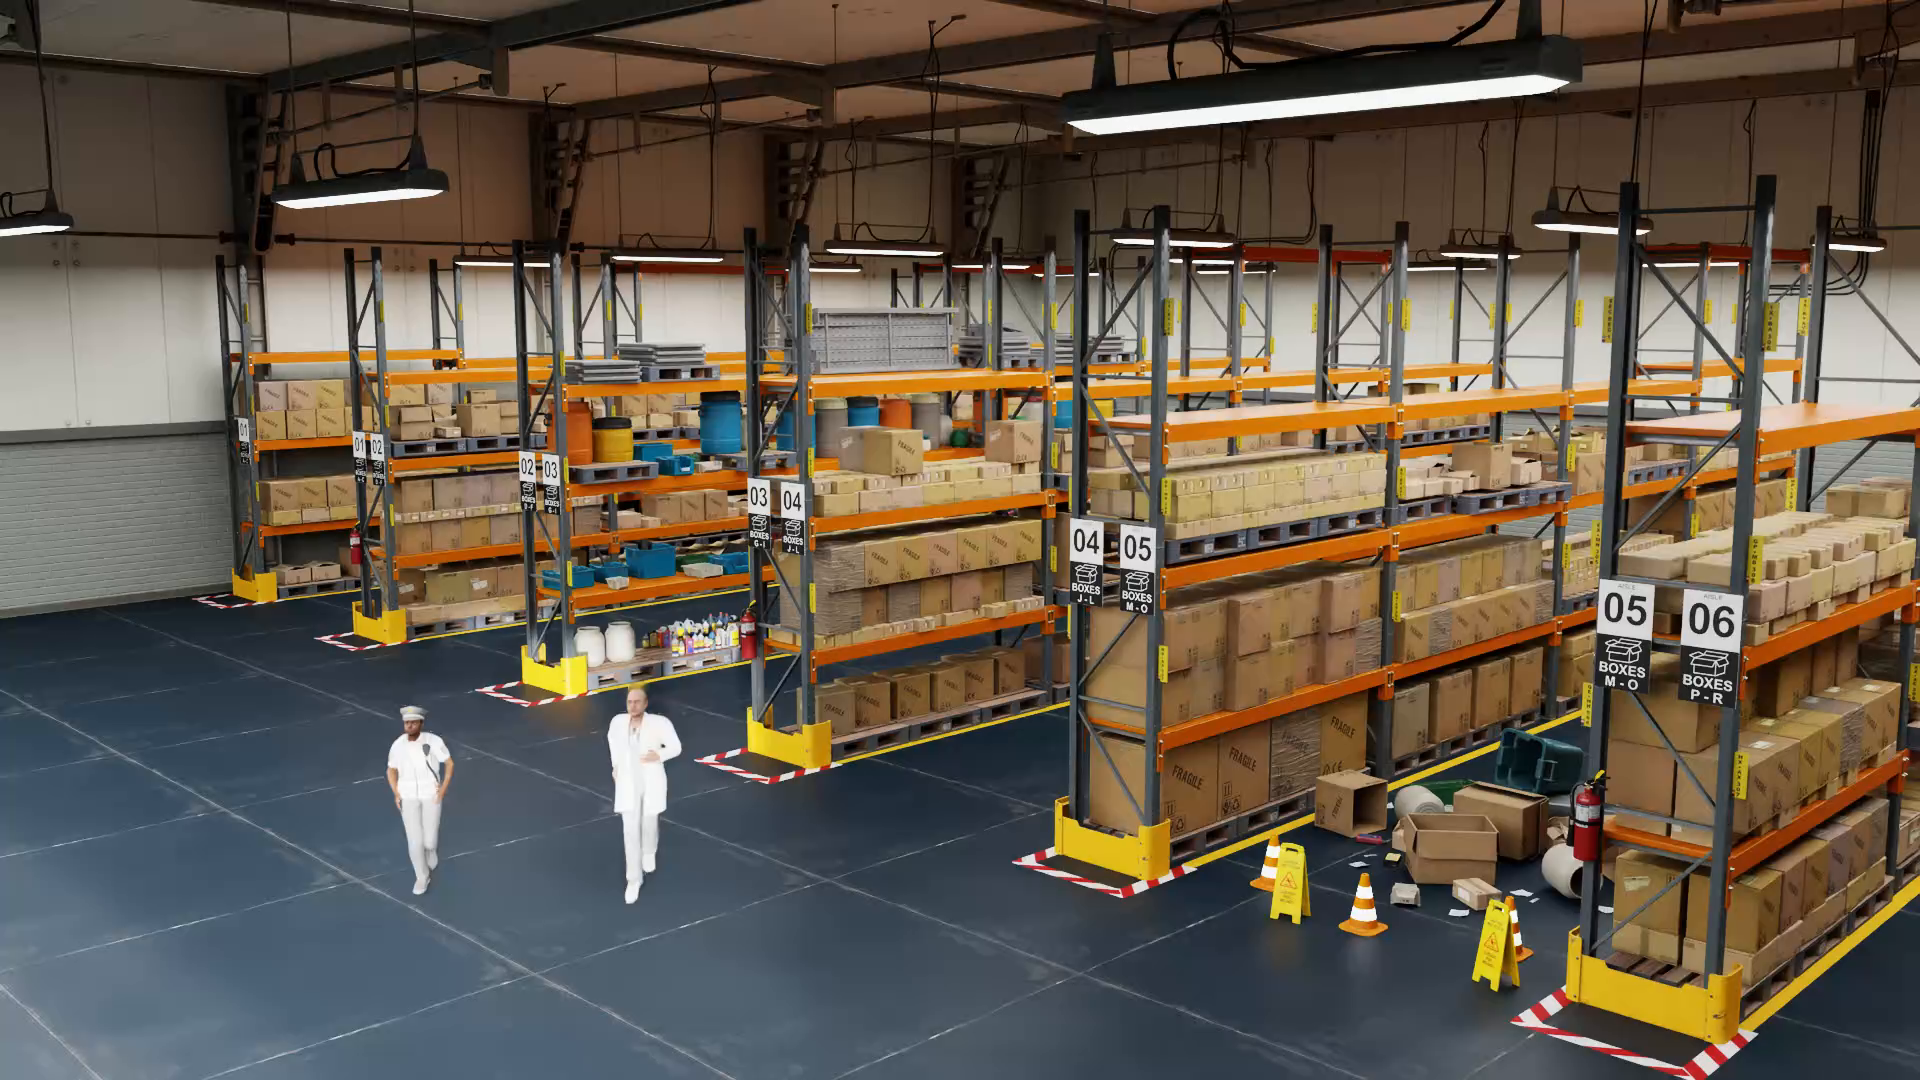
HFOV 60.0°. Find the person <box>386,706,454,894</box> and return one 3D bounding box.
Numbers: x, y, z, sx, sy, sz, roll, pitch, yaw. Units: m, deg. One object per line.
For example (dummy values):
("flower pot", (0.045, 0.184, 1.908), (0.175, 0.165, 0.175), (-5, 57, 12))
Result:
("person", (-4.798, 2.272, 14.790), (0.575, 1.672, 0.528), (-1, 8, -9))

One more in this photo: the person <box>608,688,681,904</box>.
("person", (-2.808, 2.242, 14.799), (0.679, 1.730, 0.974), (0, 8, -3))

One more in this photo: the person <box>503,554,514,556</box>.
("person", (-7.952, 0.173, 29.192), (0.676, 1.751, 0.945), (8, 11, 43))
